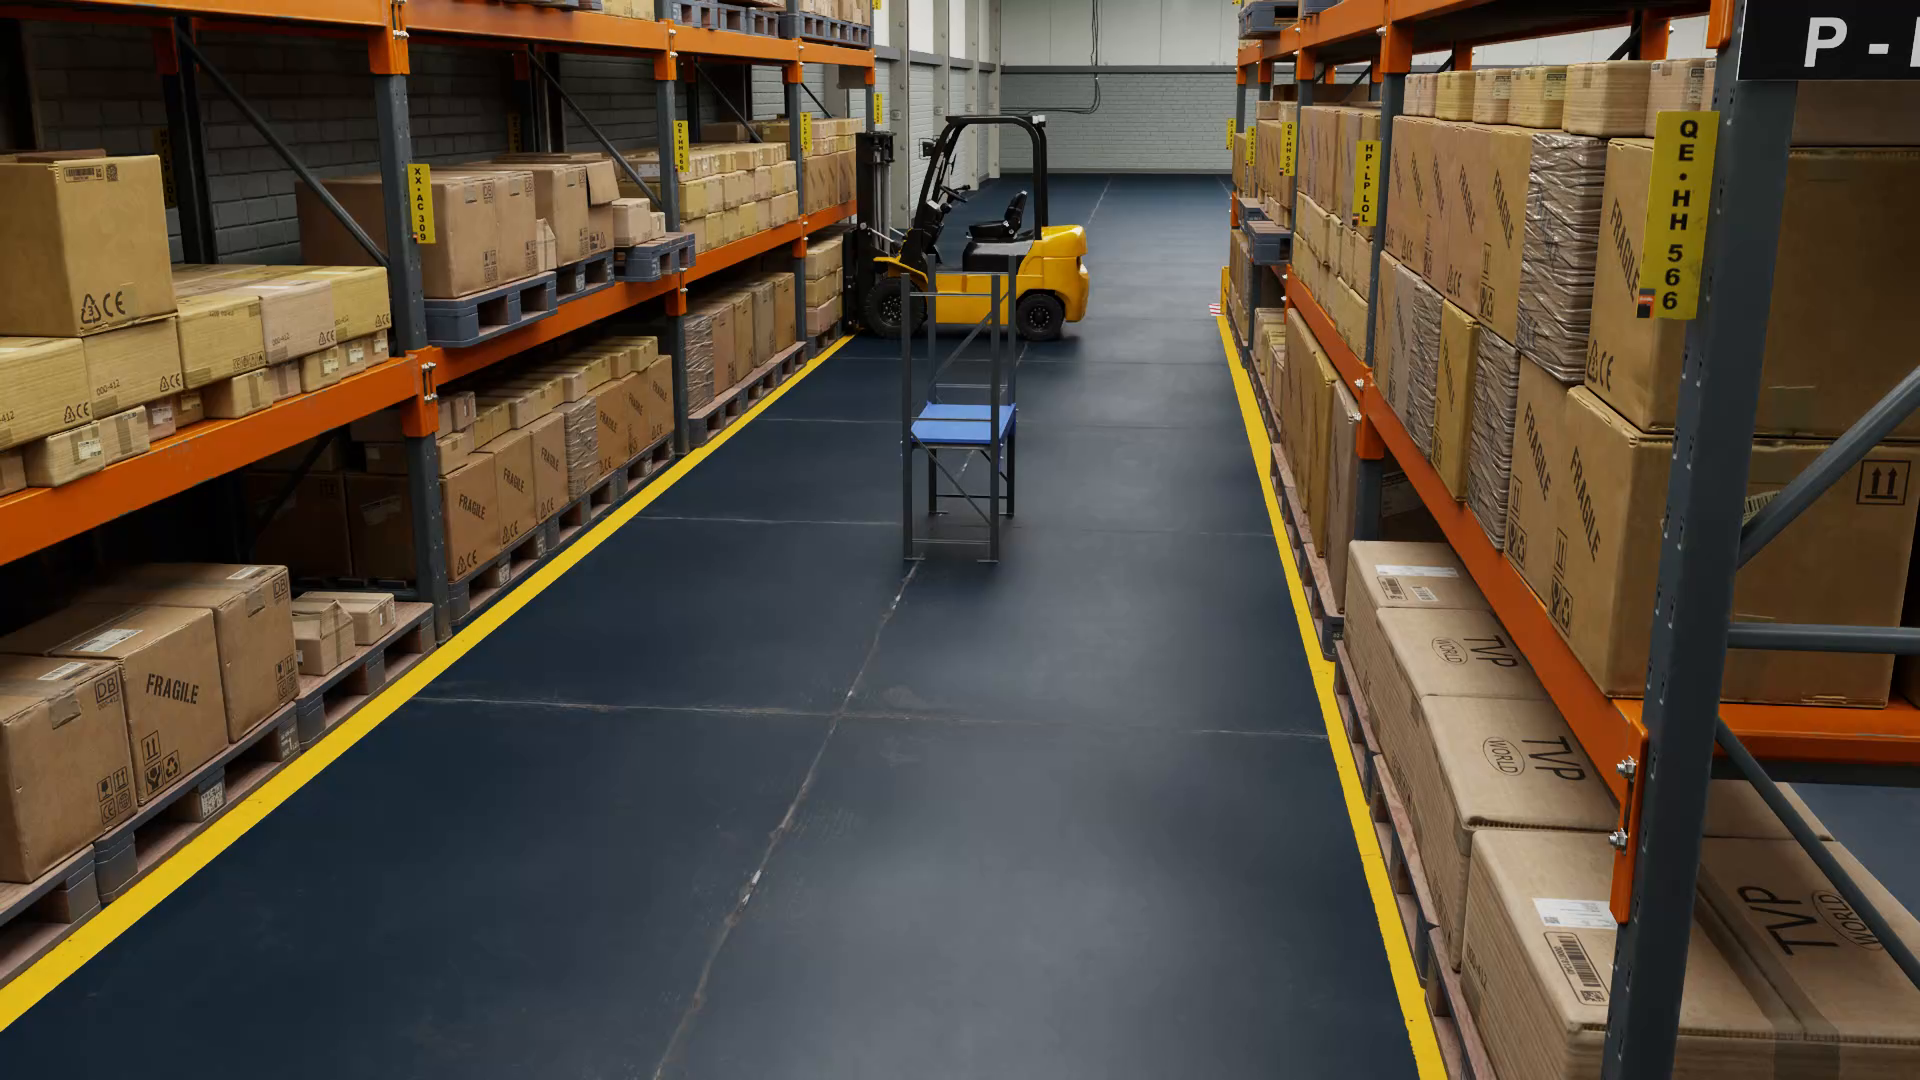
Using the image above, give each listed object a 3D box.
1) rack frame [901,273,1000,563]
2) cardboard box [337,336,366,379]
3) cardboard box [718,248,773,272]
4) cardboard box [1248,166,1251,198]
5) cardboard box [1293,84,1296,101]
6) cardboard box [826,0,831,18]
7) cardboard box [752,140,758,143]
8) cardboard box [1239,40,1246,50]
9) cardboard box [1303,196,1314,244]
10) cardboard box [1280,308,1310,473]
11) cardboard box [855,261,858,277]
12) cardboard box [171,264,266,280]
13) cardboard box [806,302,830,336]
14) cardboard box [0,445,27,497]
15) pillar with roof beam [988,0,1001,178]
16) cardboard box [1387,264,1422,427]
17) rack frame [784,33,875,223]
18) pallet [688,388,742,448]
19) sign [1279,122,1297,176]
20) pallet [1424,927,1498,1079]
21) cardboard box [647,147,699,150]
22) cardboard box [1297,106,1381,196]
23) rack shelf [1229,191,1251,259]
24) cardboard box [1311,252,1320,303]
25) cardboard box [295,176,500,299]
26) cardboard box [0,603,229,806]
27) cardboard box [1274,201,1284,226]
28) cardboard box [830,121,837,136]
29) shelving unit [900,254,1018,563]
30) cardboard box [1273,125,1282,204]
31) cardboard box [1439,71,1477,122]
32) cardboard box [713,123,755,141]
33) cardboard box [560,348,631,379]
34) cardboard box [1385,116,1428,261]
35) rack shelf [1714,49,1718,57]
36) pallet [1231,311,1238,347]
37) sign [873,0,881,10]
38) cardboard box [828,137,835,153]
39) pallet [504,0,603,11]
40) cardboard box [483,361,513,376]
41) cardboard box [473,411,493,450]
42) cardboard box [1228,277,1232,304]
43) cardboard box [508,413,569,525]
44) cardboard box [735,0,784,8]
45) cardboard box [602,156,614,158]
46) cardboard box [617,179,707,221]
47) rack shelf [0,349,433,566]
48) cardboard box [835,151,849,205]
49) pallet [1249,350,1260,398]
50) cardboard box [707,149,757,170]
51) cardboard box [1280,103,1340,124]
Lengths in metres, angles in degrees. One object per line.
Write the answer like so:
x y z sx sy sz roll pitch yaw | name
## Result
-0.048 -0.614 8.561 0.500 1.500 0.032 2 15 6 | rack frame
-2.592 -0.724 6.576 0.380 0.149 0.250 2 15 8 | cardboard box
-2.033 -2.570 15.469 0.500 0.250 0.500 2 15 7 | cardboard box
2.890 -3.382 15.161 0.500 0.500 0.500 2 15 8 | cardboard box
3.464 -3.977 15.447 0.700 0.500 0.500 1 15 5 | cardboard box
-1.427 -5.089 15.751 0.396 0.266 0.258 1 15 5 | cardboard box
-2.084 -3.666 15.537 0.380 0.149 0.250 2 15 8 | cardboard box
3.127 -5.221 17.460 0.380 0.149 0.250 2 15 6 | cardboard box
2.223 -1.807 9.428 0.500 0.250 0.500 2 15 8 | cardboard box
2.424 -0.897 9.997 0.875 0.875 0.875 2 15 6 | cardboard box
-1.294 -2.833 17.399 0.500 0.250 0.500 1 15 5 | cardboard box
-3.123 -0.955 6.664 0.500 0.250 0.500 2 15 6 | cardboard box
-1.513 -2.070 15.534 0.500 0.250 0.500 2 15 7 | cardboard box
-2.849 -0.192 4.606 0.380 0.149 0.250 2 15 7 | cardboard box
5.243 -14.512 45.592 9.100 9.000 0.400 2 15 6 | pillar with roof beam
1.759 -0.663 5.675 0.500 0.500 0.500 2 15 7 | cardboard box
-1.445 -4.116 18.639 1.000 3.000 0.127 2 15 6 | rack frame
-2.216 -0.908 12.115 1.003 0.211 1.213 2 15 6 | pallet
2.044 -2.431 10.338 0.100 0.325 0.005 2 15 6 | sign
1.694 1.315 3.894 1.003 0.211 1.213 2 15 6 | pallet
-2.322 -3.092 13.416 0.380 0.149 0.250 2 15 6 | cardboard box
2.286 -2.306 9.838 0.500 0.500 0.500 1 15 4 | cardboard box
3.262 -3.105 16.277 1.077 0.370 4.000 2 15 6 | rack shelf
2.174 -1.435 9.009 0.500 0.250 0.500 2 15 8 | cardboard box
-2.522 -1.374 7.501 0.700 0.500 0.500 2 15 8 | cardboard box
-2.793 0.527 5.452 0.500 0.500 0.500 2 15 7 | cardboard box
2.330 -2.208 11.258 0.380 0.149 0.250 2 15 6 | cardboard box
-1.443 -4.124 16.664 0.380 0.149 0.250 2 15 7 | cardboard box
0.010 -0.746 9.048 0.538 1.500 1.048 2 15 6 | shelving unit
2.407 -2.551 11.285 0.500 0.500 0.500 1 15 5 | cardboard box
1.692 -1.363 5.108 0.380 0.149 0.250 1 15 5 | cardboard box
-2.091 -3.739 15.241 0.380 0.149 0.250 1 15 5 | cardboard box
-2.226 -1.076 10.138 0.380 0.149 0.250 1 15 4 | cardboard box
1.839 -1.273 6.018 0.500 0.500 0.500 2 15 7 | cardboard box
8.191 -4.434 15.443 1.077 0.370 4.000 2 15 6 | rack shelf
3.212 -2.080 16.450 1.003 0.211 1.213 2 15 6 | pallet
-0.908 -5.934 18.070 0.100 0.325 0.005 2 15 6 | sign
-1.426 -3.846 16.206 0.380 0.149 0.250 1 15 4 | cardboard box
-2.542 -2.797 8.375 1.213 0.211 1.003 2 15 6 | pallet
-2.826 -0.953 9.680 0.380 0.149 0.250 1 15 5 | cardboard box
-2.522 -0.539 8.152 0.380 0.149 0.250 1 15 3 | cardboard box
3.121 -2.645 17.662 0.500 0.250 0.500 2 15 6 | cardboard box
-2.410 -0.387 8.830 0.500 0.500 0.500 1 15 5 | cardboard box
-1.736 -4.540 13.634 0.500 0.311 0.500 1 15 4 | cardboard box
-2.594 -2.564 11.465 0.380 0.149 0.250 2 15 8 | cardboard box
-2.030 -2.318 11.316 0.500 0.250 0.500 2 15 6 | cardboard box
-3.025 -0.138 5.304 1.077 0.370 4.000 2 15 6 | rack shelf
-1.411 -3.631 16.654 0.500 0.500 0.500 2 15 7 | cardboard box
2.949 -1.386 13.882 1.003 0.211 1.213 2 15 6 | pallet
-1.782 -2.942 12.861 0.380 0.149 0.250 1 15 5 | cardboard box
2.489 -3.037 11.837 0.380 0.149 0.250 1 15 4 | cardboard box
